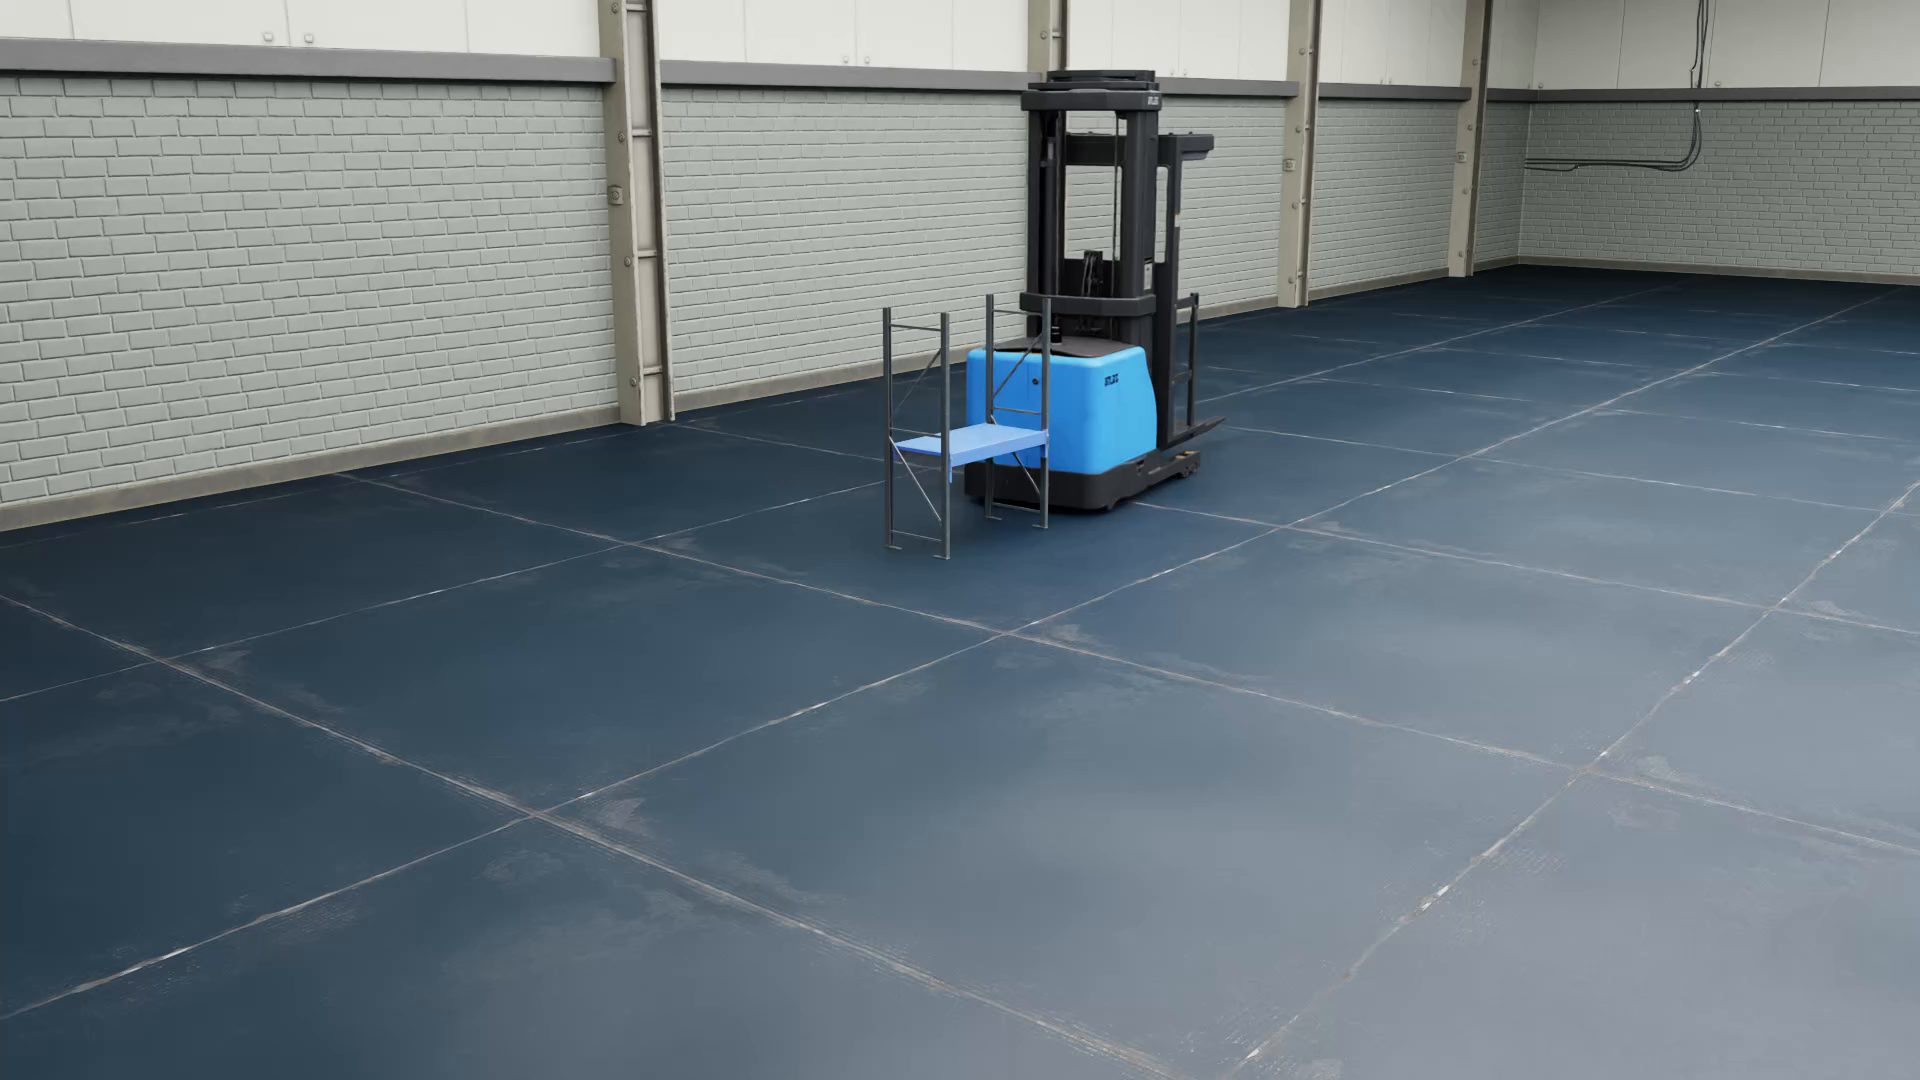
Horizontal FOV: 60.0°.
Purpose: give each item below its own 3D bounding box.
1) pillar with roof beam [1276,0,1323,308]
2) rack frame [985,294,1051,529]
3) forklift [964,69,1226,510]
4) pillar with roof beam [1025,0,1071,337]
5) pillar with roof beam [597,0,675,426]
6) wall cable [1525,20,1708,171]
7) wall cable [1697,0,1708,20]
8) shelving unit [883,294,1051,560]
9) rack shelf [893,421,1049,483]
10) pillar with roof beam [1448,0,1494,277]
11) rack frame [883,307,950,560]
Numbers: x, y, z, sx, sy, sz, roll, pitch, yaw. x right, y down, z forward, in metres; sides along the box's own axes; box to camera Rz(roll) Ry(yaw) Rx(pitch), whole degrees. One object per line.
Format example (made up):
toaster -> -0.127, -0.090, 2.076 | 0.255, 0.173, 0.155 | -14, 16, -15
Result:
pillar with roof beam -> 8.105, -7.055, 20.118 | 9.100, 9.000, 0.400 | 11, 18, 38
rack frame -> 0.373, -0.841, 10.886 | 0.500, 1.500, 0.032 | 11, 18, 38
forklift -> 1.179, -1.937, 12.294 | 1.130, 2.935, 3.031 | 8, 16, 28
pillar with roof beam -> 4.334, -5.906, 15.595 | 9.100, 9.000, 0.400 | 11, 18, 38
pillar with roof beam -> 0.563, -4.757, 11.072 | 9.100, 9.000, 0.400 | 11, 18, 38
wall cable -> 11.408, -7.725, 29.062 | 3.097, 2.526, 0.112 | 11, 18, 38
wall cable -> 13.512, -9.754, 26.792 | 3.097, 2.526, 0.112 | 11, 18, 38
shelving unit -> 0.054, -0.743, 10.503 | 0.538, 1.500, 1.048 | 11, 18, 38
rack shelf -> 0.054, -0.569, 10.547 | 0.538, 0.185, 1.000 | 11, 18, 38
pillar with roof beam -> 11.876, -8.204, 24.642 | 9.100, 9.000, 0.400 | 11, 18, 38
rack frame -> -0.266, -0.646, 10.119 | 0.500, 1.500, 0.032 | 11, 18, 38
